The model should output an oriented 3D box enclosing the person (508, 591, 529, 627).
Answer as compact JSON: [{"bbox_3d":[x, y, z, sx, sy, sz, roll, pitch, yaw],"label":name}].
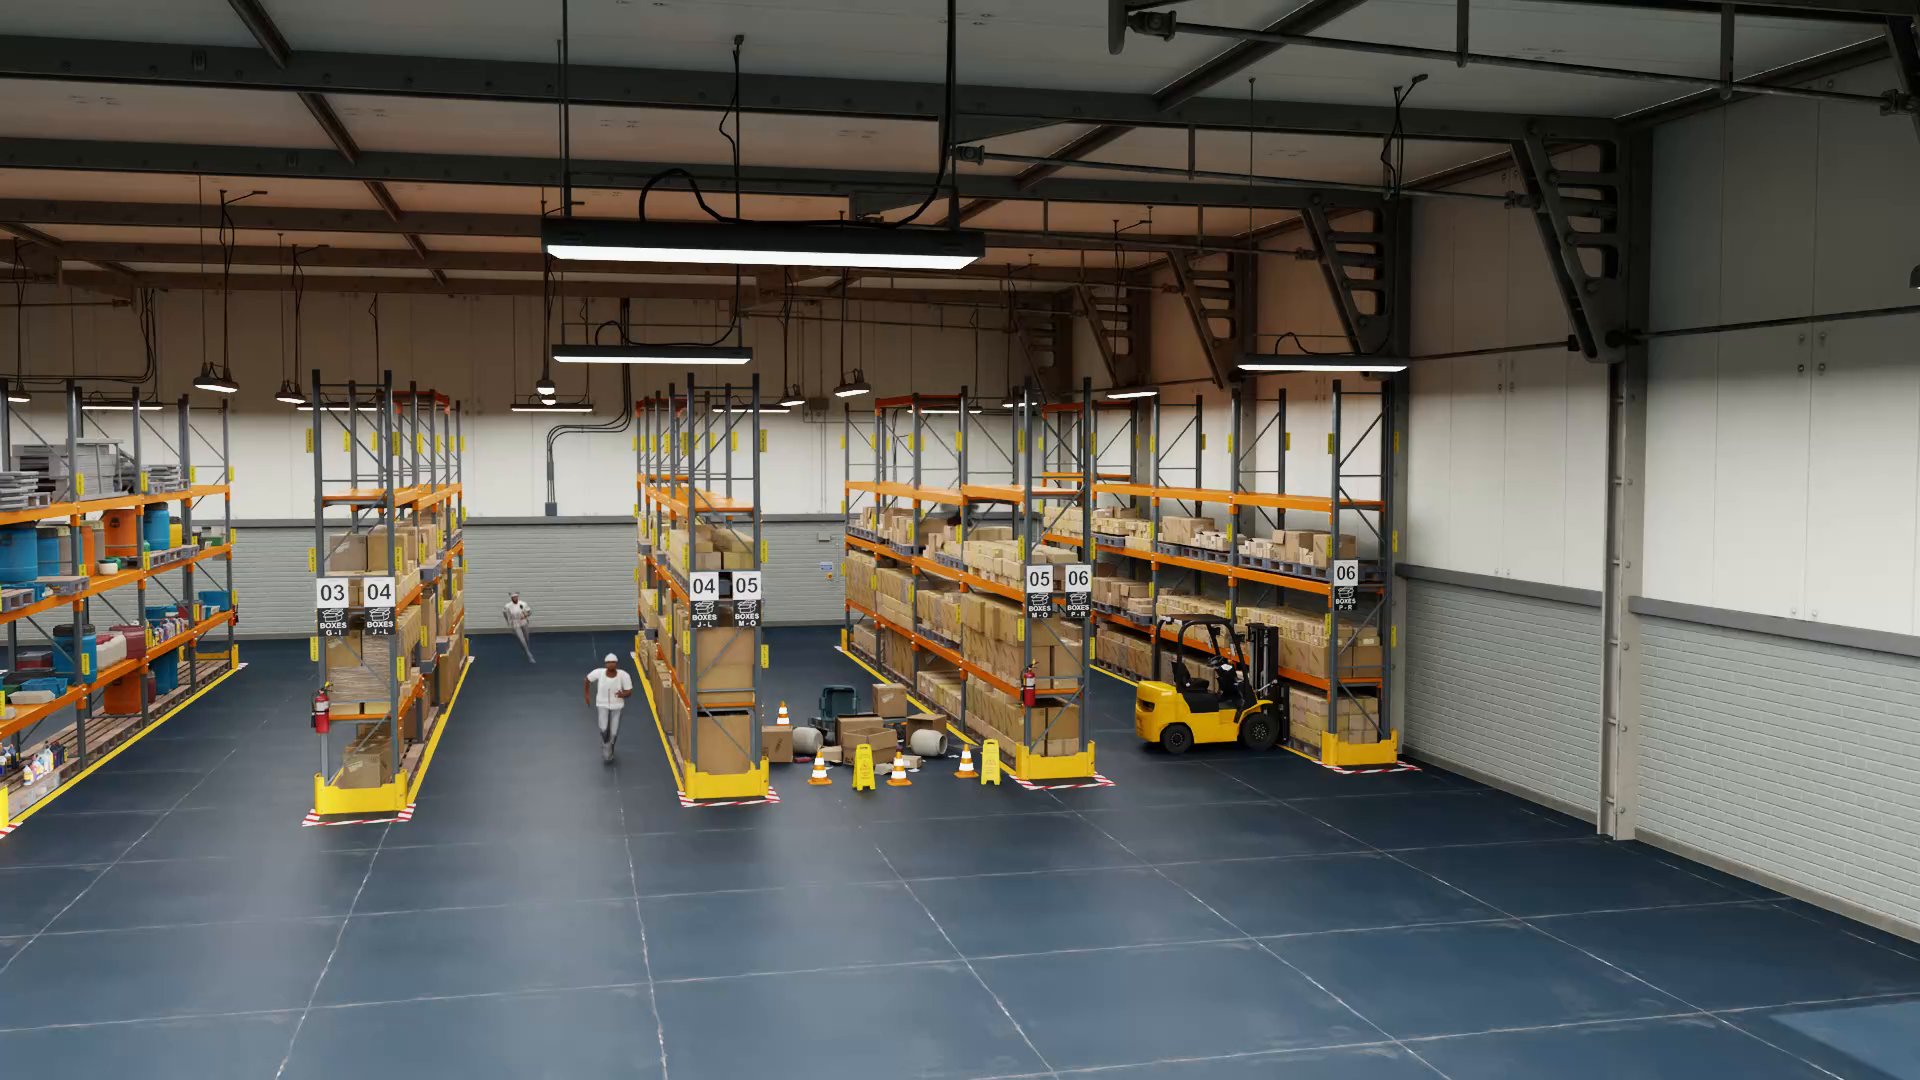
[{"bbox_3d":[-10.112,1.580,38.115,0.470,0.831,0.330,-2,4,-24],"label":"person"}]

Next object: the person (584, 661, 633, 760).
[{"bbox_3d":[-5.500,2.648,26.021,0.744,1.659,0.745,-1,3,-11],"label":"person"}]
